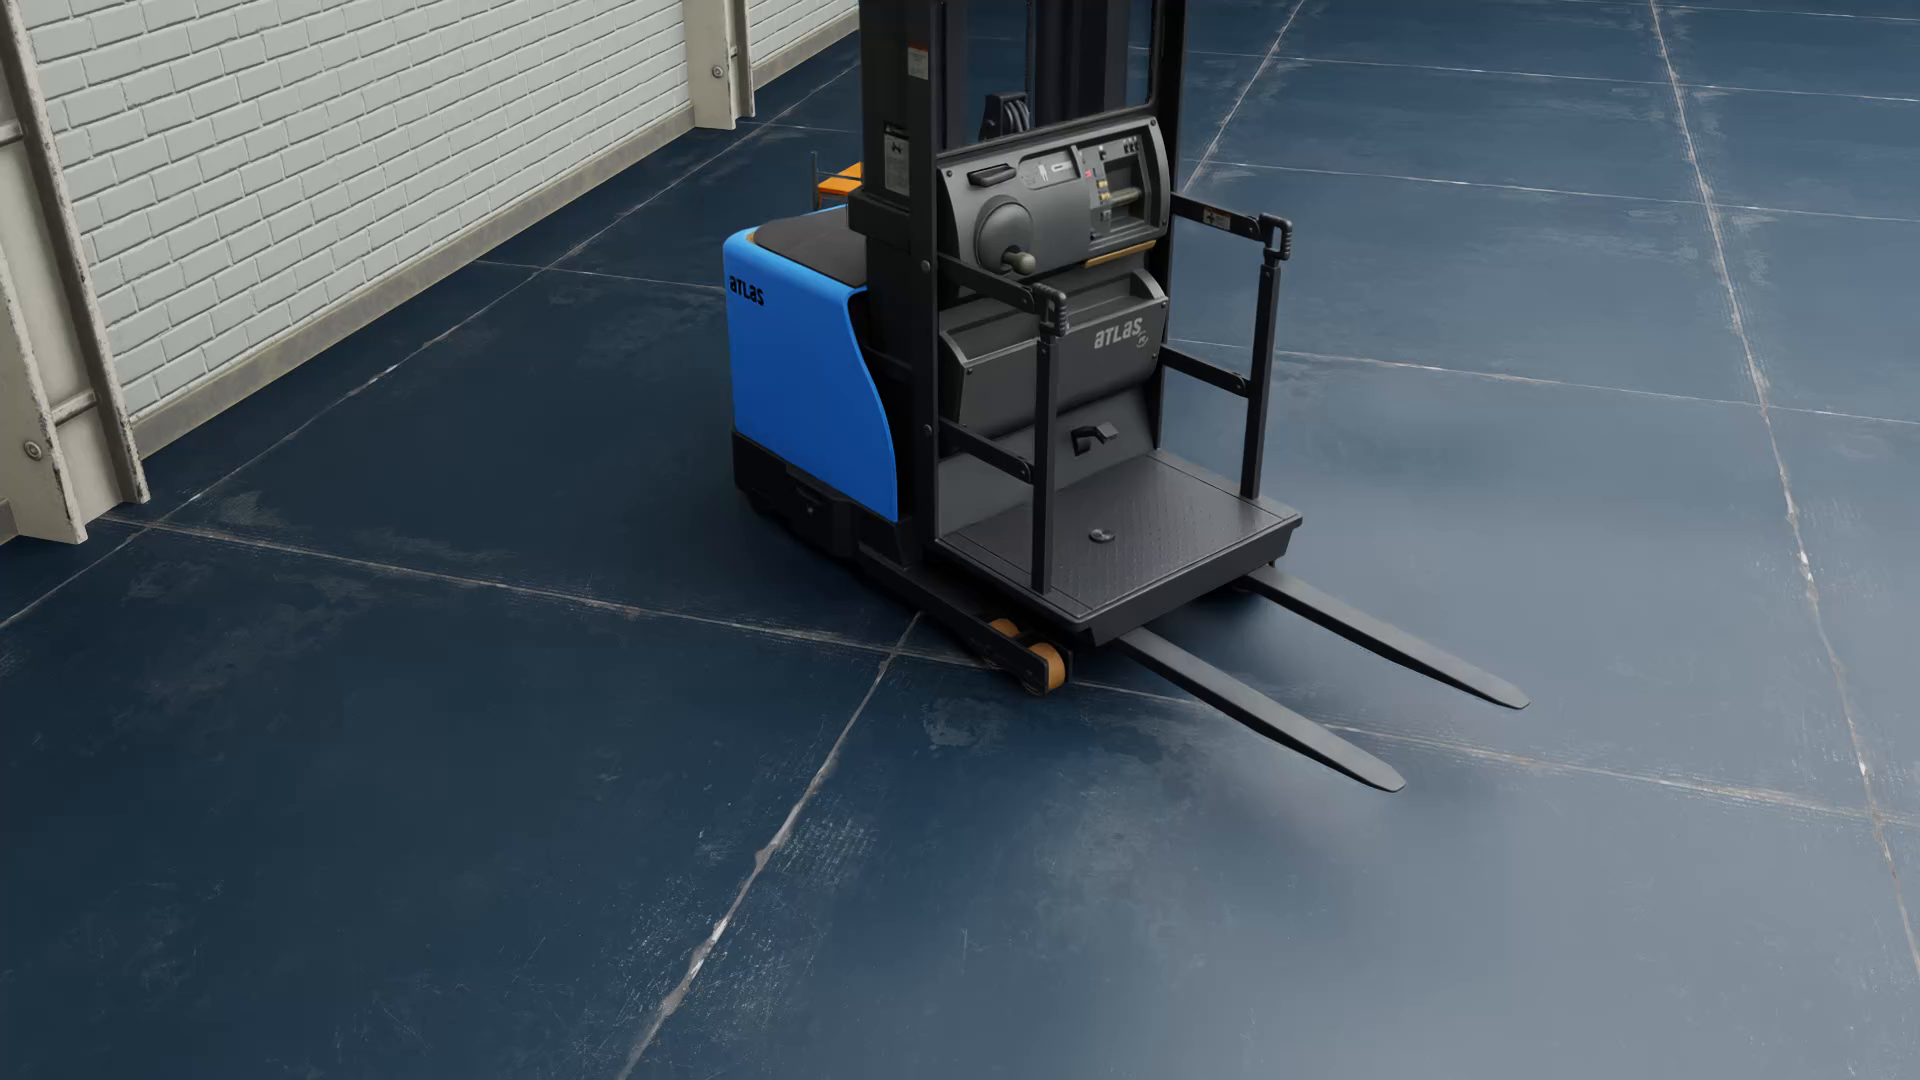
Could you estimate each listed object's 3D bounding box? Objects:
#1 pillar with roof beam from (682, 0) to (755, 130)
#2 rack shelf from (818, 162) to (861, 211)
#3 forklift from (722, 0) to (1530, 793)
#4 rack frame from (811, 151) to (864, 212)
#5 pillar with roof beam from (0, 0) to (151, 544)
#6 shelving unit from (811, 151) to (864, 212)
[{"bbox_3d":[2.489,-6.203,8.144,9.100,9.000,0.400,8,30,15],"label":"pillar with roof beam"},{"bbox_3d":[-0.370,-1.424,6.766,0.258,0.148,0.480,13,32,22],"label":"rack shelf"},{"bbox_3d":[0.457,-1.061,5.142,1.130,2.935,3.031,-23,36,-35],"label":"forklift"},{"bbox_3d":[-0.474,-0.973,6.765,0.240,1.200,0.015,13,32,22],"label":"rack frame"},{"bbox_3d":[0.727,-3.415,3.132,9.100,9.000,0.400,8,30,15],"label":"pillar with roof beam"},{"bbox_3d":[-0.370,-1.080,6.958,0.258,1.200,0.503,13,32,22],"label":"shelving unit"}]
